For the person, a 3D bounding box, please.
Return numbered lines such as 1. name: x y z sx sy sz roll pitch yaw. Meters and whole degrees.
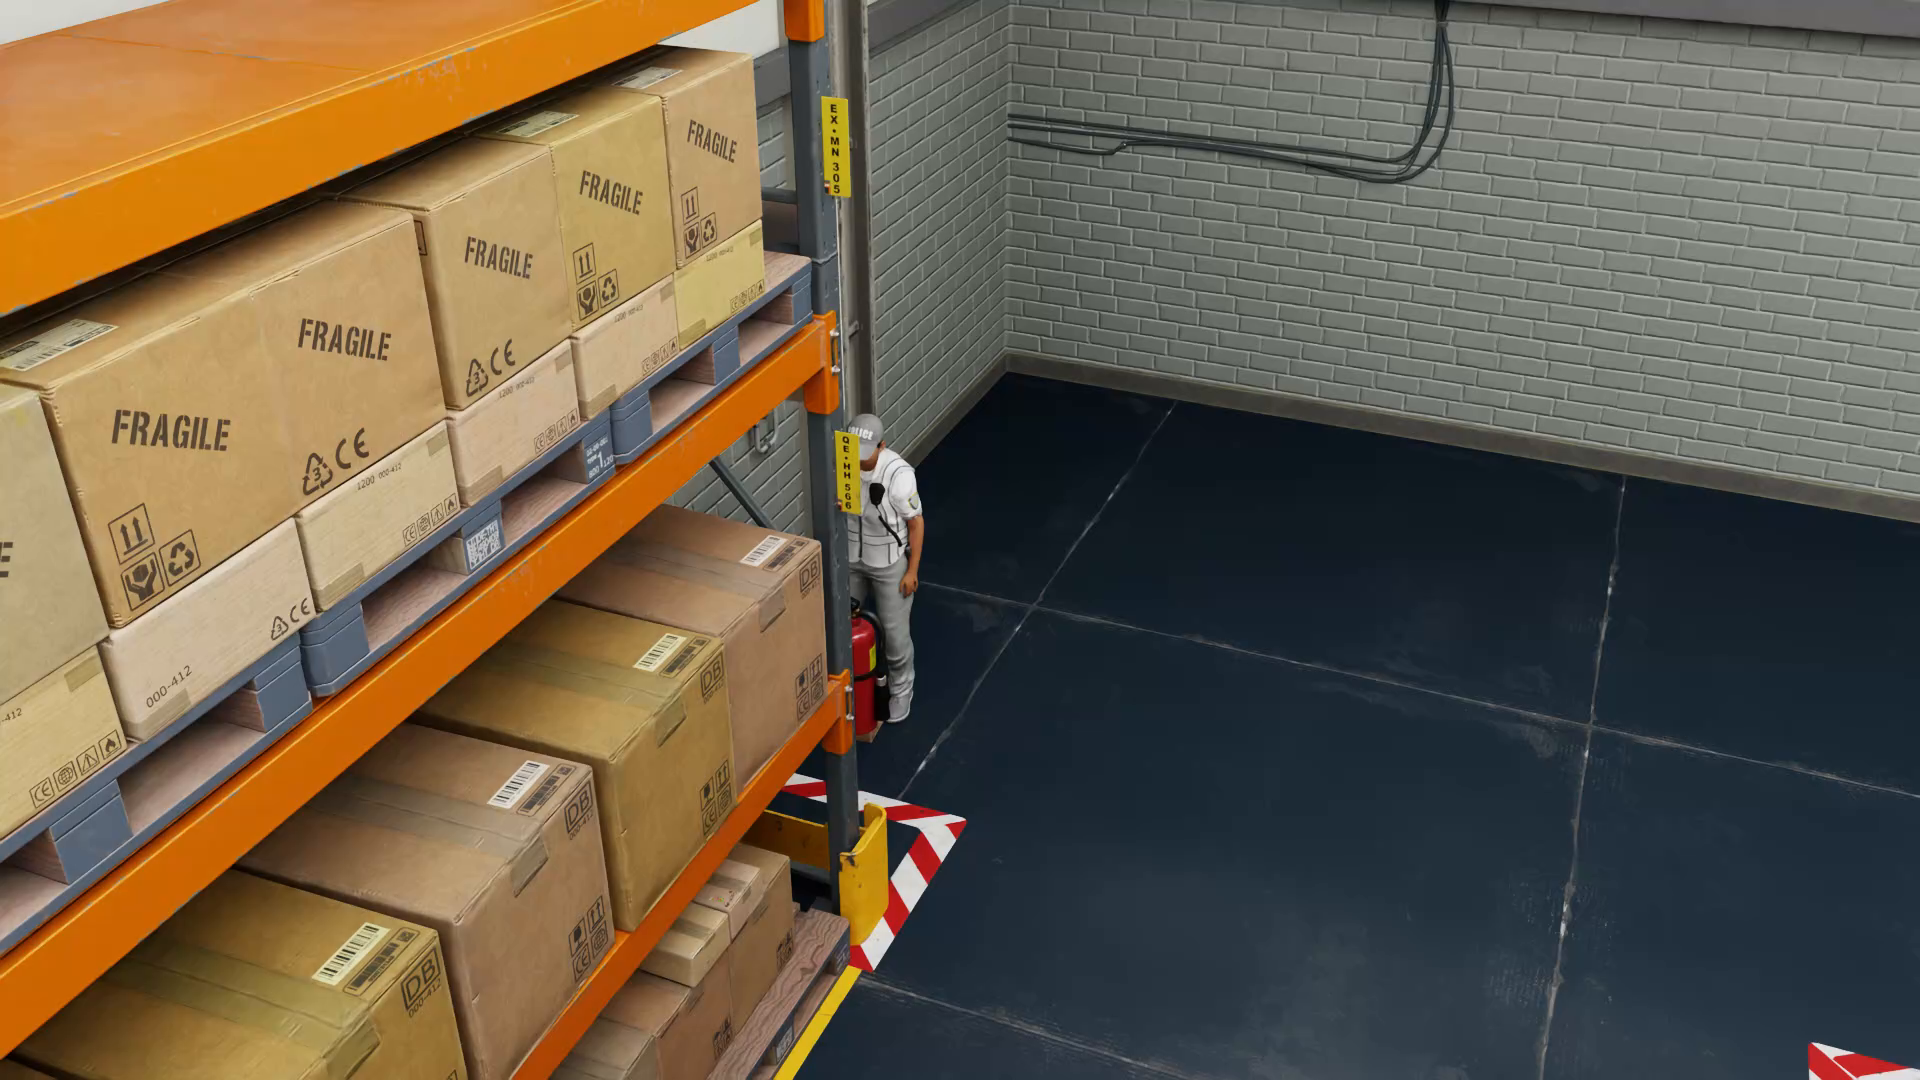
1. person: -0.445 0.114 8.184 0.540 1.667 0.467 12 32 19
